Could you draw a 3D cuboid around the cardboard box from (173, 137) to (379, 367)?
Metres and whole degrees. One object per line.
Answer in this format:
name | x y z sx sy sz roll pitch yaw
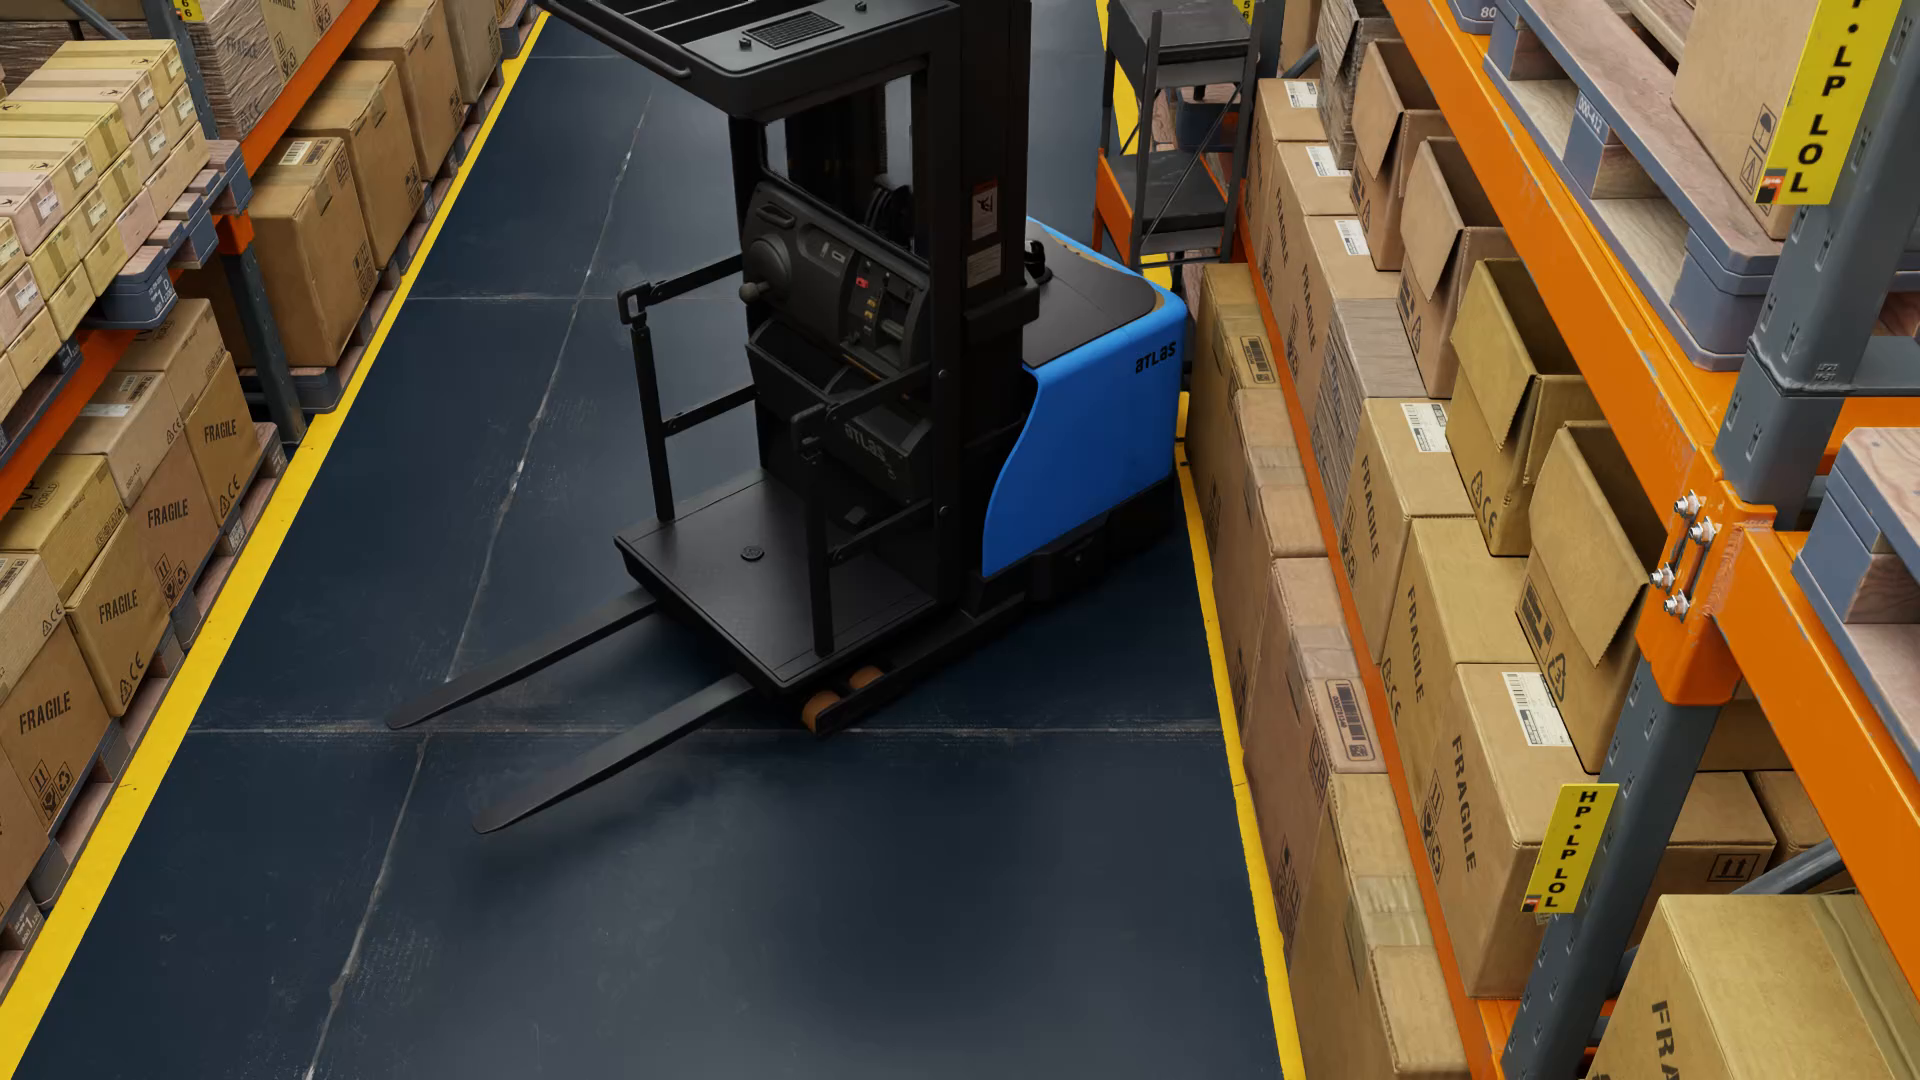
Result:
cardboard box | -3.295 -1.285 7.418 1.050 0.750 0.750 -1 39 -1

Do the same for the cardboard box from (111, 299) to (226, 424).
cardboard box | -3.121 -0.672 6.253 0.500 0.250 0.500 -1 39 -1

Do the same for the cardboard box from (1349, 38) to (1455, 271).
cardboard box | 1.559 -1.124 4.872 0.797 0.503 0.637 1 39 1

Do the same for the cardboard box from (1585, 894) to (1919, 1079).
cardboard box | 1.326 0.892 2.520 0.500 0.500 0.500 0 39 0

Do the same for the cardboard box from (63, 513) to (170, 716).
cardboard box | -3.108 0.260 5.690 0.500 0.500 0.500 -2 39 -2

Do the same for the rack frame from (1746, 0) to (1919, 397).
rack frame | 1.581 -1.398 1.299 1.000 3.000 0.127 0 39 0

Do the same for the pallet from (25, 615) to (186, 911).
pallet | -3.386 0.720 5.683 1.003 0.211 1.213 0 39 0

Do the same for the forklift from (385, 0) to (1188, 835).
forklift | -0.586 -0.818 5.427 3.031 2.935 1.130 -28 47 -31

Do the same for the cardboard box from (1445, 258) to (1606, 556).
cardboard box | 1.583 -0.316 3.864 0.797 0.503 0.637 0 39 0

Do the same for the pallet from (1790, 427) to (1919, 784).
pallet | 1.571 0.319 1.626 1.003 0.211 1.213 0 39 0

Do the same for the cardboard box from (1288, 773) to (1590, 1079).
cardboard box | 1.560 1.208 4.207 1.225 0.875 0.875 0 39 0

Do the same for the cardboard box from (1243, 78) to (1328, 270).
cardboard box | 1.305 -1.293 5.885 0.500 0.500 0.500 1 39 1

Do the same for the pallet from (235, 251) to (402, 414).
pallet | -3.310 -1.023 7.858 1.003 0.211 1.213 0 39 0

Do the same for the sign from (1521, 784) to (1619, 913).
sign | 1.038 0.528 2.829 0.100 0.325 0.005 0 39 0

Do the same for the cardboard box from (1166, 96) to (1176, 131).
cardboard box | 1.532 -2.574 9.210 0.700 0.500 0.500 0 39 0

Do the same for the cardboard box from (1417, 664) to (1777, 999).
cardboard box | 1.307 0.612 3.508 0.500 0.500 0.500 0 39 0

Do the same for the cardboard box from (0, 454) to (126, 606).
cardboard box | -3.125 -0.038 5.462 0.500 0.250 0.500 1 39 1

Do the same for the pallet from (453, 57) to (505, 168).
pallet | -3.312 -2.549 9.762 1.003 0.211 1.213 0 39 0

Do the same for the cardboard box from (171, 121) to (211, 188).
cardboard box | -2.924 -1.376 5.933 0.380 0.149 0.250 1 39 1

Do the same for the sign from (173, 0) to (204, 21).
sign | -2.841 -2.045 6.041 0.100 0.325 0.005 0 39 0

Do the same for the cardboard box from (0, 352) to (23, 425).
cardboard box | -2.924 -0.403 4.720 0.380 0.149 0.250 -2 39 -2

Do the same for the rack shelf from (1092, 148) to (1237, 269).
rack shelf | 0.794 -1.220 6.581 0.431 0.518 0.480 -8 44 -9

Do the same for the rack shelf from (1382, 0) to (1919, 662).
rack shelf | 1.578 -1.198 4.023 1.077 0.370 4.000 0 39 0

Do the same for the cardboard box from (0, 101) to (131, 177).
cardboard box | -2.927 -1.289 5.349 0.380 0.149 0.250 1 39 1

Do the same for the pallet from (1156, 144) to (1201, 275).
pallet | 1.578 -1.720 8.728 1.003 0.211 1.213 0 39 0

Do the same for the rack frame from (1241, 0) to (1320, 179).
rack frame | 1.576 -1.559 6.296 1.000 3.000 0.127 0 39 0

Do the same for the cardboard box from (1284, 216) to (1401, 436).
cardboard box | 1.312 -0.651 5.083 0.500 0.500 0.500 -1 39 -1

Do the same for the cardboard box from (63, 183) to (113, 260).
cardboard box | -2.923 -1.004 5.231 0.380 0.149 0.250 0 39 0

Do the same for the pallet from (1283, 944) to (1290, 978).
pallet | 1.504 1.548 4.649 1.003 0.211 1.213 0 39 0

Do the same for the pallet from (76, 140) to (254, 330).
pallet | -3.277 -1.098 5.875 1.213 0.211 1.003 0 39 0

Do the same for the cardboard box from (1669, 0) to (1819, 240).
cardboard box | 1.570 -0.793 2.527 0.700 0.500 0.500 1 39 1

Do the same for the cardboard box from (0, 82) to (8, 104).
cardboard box | -3.584 -1.498 5.848 0.380 0.149 0.250 2 39 2

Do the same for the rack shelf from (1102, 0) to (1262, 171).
rack shelf | 0.798 -1.726 6.097 0.431 0.518 0.480 -8 44 -9

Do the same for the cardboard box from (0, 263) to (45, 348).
cardboard box | -2.924 -0.685 4.833 0.380 0.149 0.250 1 39 1

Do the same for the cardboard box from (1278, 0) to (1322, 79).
cardboard box | 1.535 -2.099 6.555 0.500 0.500 0.500 -5 39 -6

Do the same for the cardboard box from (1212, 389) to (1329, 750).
cardboard box | 1.549 0.096 5.595 1.225 0.875 0.875 0 39 0

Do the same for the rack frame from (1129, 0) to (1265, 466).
rack frame | 0.843 -1.065 6.399 0.400 2.100 0.015 -8 44 -9

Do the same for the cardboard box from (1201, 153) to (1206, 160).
cardboard box | 1.534 -1.875 8.338 0.700 0.500 0.500 3 39 4

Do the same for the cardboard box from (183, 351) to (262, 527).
cardboard box | -3.122 -0.395 6.508 0.500 0.500 0.500 0 39 0

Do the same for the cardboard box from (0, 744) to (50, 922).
cardboard box | -3.117 0.902 4.889 0.500 0.500 0.500 2 39 2

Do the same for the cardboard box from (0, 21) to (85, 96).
cardboard box | -3.653 -1.939 6.691 0.500 0.500 0.500 0 39 0

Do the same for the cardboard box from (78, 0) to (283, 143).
cardboard box | -3.115 -1.938 6.690 0.500 0.500 0.500 0 39 0

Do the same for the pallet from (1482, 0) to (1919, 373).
pallet | 1.530 -0.726 3.012 0.805 0.209 1.217 -1 39 -2

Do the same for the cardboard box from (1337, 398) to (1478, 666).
cardboard box | 1.306 -0.025 4.302 0.500 0.500 0.500 0 39 -1

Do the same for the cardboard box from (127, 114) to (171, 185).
cardboard box | -2.926 -1.325 5.631 0.380 0.149 0.250 1 39 2

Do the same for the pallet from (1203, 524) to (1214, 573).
pallet | 1.502 0.023 6.553 1.003 0.211 1.213 0 39 0

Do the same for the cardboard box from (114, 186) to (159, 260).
cardboard box | -2.925 -1.060 5.539 0.380 0.149 0.250 1 39 1

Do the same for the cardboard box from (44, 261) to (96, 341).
cardboard box | -2.926 -0.736 5.134 0.380 0.149 0.250 -2 39 -2

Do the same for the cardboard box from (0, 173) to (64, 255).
cardboard box | -2.928 -0.971 4.953 0.380 0.149 0.250 0 39 0

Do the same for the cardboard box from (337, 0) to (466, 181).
cardboard box | -3.301 -2.414 8.827 1.050 0.750 0.750 0 39 0

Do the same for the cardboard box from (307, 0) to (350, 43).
cardboard box | -3.118 -2.572 7.480 0.500 0.500 0.500 0 39 0

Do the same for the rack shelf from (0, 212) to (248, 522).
rack shelf | -3.382 -0.087 5.035 1.077 0.370 4.000 0 39 0

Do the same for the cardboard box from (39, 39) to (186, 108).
cardboard box | -2.925 -1.610 5.750 0.380 0.149 0.250 -1 39 -2

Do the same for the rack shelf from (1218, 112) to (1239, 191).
rack shelf | 1.574 -2.529 8.082 1.077 0.370 4.000 0 39 0

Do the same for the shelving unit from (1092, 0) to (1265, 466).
shelving unit | 0.794 -1.230 6.571 0.431 2.100 0.503 -8 44 -9
